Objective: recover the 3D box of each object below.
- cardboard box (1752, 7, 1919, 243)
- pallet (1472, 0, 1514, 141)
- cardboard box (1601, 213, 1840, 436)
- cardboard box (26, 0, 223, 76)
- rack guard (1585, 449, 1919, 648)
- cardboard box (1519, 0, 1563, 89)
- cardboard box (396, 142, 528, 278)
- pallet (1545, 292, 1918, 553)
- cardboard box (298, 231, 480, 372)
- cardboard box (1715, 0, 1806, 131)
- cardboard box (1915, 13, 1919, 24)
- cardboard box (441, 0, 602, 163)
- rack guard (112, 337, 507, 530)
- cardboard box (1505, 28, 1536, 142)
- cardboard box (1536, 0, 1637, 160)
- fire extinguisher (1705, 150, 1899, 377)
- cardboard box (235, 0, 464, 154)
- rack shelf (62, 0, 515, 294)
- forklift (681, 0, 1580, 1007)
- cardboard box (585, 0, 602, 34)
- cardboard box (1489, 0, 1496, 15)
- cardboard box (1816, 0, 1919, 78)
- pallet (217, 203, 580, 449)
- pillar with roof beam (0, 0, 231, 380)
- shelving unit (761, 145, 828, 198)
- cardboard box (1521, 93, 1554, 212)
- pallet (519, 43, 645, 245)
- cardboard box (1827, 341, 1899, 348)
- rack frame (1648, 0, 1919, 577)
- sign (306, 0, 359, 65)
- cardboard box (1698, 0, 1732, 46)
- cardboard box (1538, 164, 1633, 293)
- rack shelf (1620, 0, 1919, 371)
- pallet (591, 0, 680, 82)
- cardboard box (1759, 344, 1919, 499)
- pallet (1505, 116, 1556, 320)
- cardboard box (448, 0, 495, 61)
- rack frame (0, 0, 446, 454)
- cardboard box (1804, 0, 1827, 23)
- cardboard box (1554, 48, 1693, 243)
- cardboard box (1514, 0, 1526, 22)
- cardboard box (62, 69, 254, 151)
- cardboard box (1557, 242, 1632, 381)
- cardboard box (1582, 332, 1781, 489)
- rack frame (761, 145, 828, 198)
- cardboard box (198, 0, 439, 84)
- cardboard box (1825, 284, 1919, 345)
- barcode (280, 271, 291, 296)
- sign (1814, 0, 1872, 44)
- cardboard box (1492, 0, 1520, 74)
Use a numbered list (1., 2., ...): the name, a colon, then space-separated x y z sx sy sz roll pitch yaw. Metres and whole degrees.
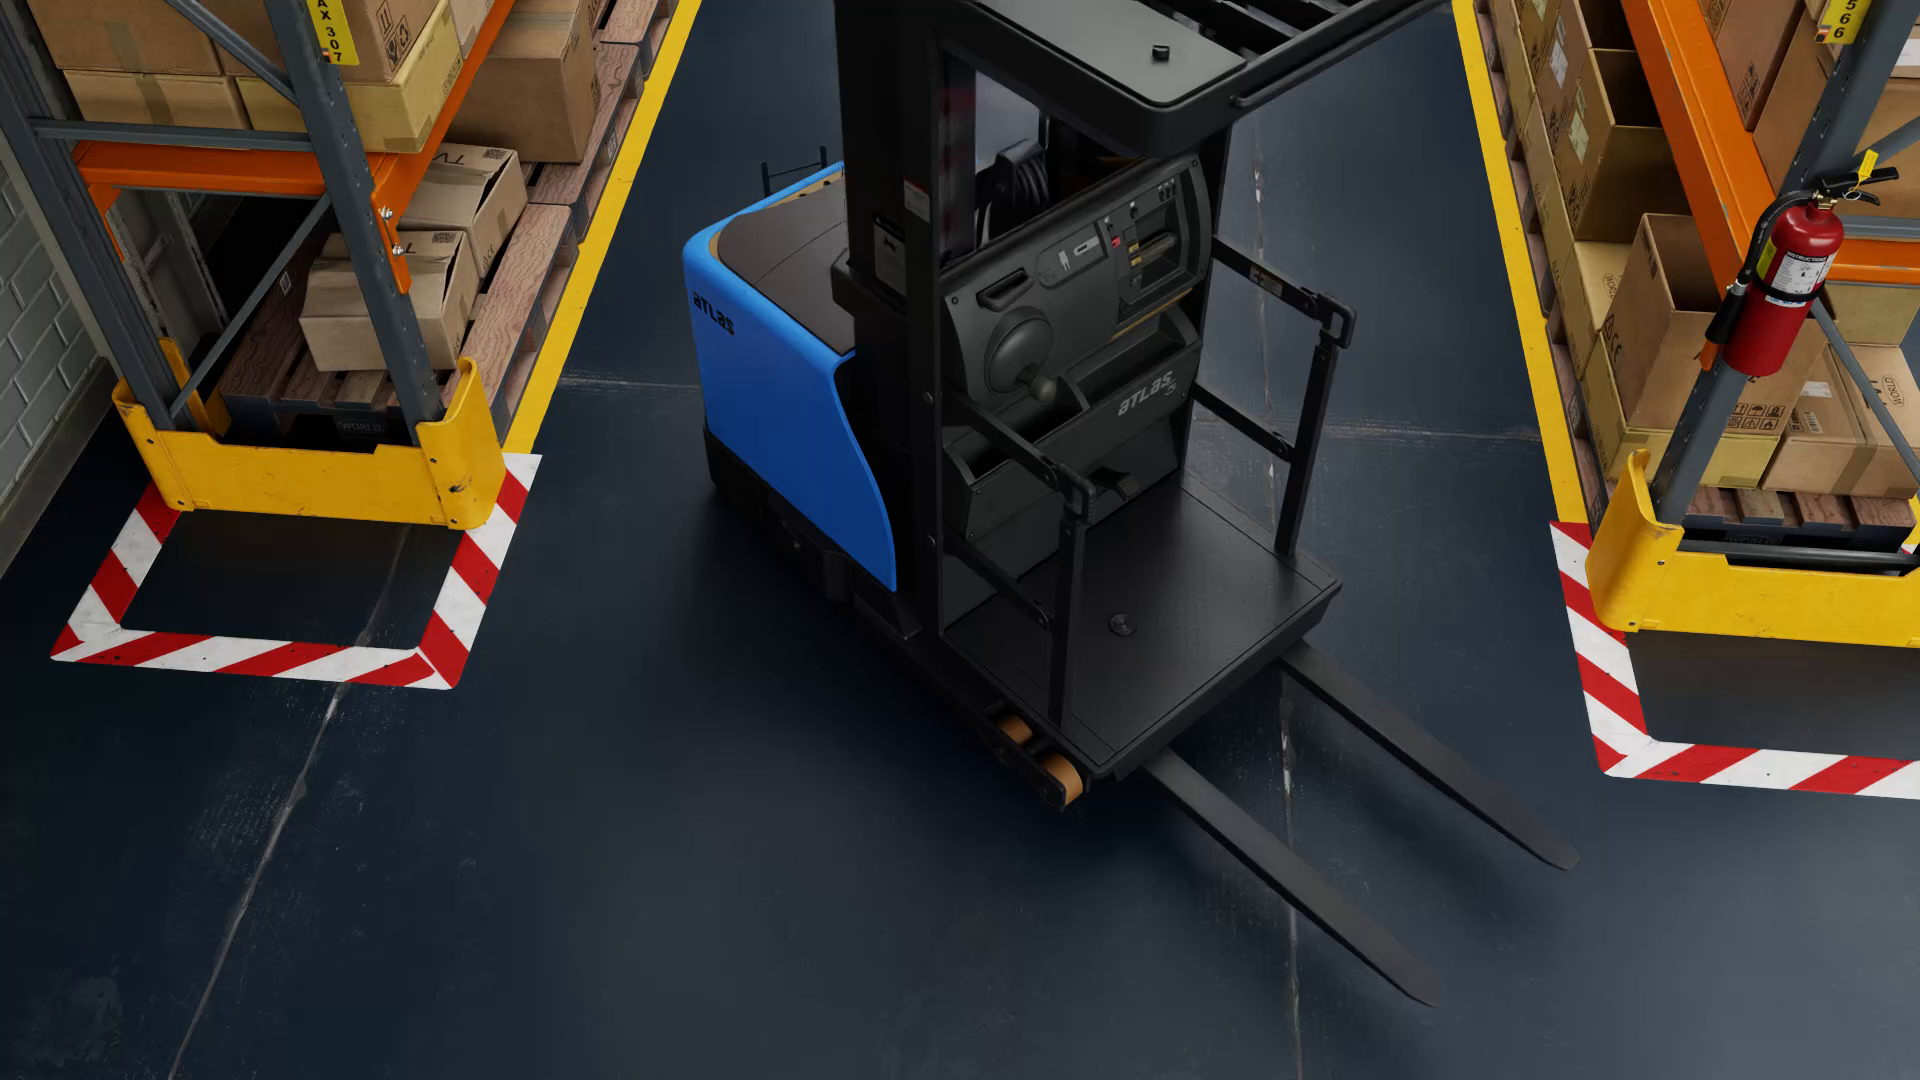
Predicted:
1. cardboard box: 2.760 -1.199 4.746 0.700 0.500 0.500 4 48 4
2. pallet: 2.955 -2.240 7.656 1.003 0.211 1.213 4 48 4
3. cardboard box: 2.458 -0.704 5.432 0.500 0.500 0.500 4 48 4
4. cardboard box: -2.397 -1.724 4.874 0.500 0.500 0.500 3 48 3
5. rack guard: 2.703 0.038 5.377 1.175 0.500 0.348 4 48 4
6. cardboard box: 2.625 -2.175 6.777 0.500 0.500 0.500 4 48 4
7. cardboard box: -2.024 -1.316 6.445 0.500 0.311 0.500 7 48 7
8. pallet: 2.733 -0.447 6.016 1.003 0.211 1.213 4 48 4
9. cardboard box: -2.076 -0.897 6.062 0.500 0.311 0.500 -1 48 -1
10. cardboard box: 2.803 -1.586 5.100 0.700 0.500 0.500 5 48 5
11. cardboard box: 2.765 -1.676 4.303 0.700 0.500 0.500 4 48 4
12. cardboard box: -1.907 -1.916 6.865 0.700 0.500 0.500 1 48 1
13. rack guard: -2.221 -0.366 5.746 1.175 0.500 0.348 4 48 4
14. cardboard box: 2.624 -1.922 7.054 0.500 0.250 0.500 4 48 4
15. cardboard box: 2.581 -1.807 6.441 0.500 0.500 0.500 4 48 4
16. fire extinguisher: 2.232 -0.742 4.448 0.296 0.674 0.183 4 48 4
17. cardboard box: -1.868 -1.447 5.129 0.500 0.250 0.500 3 48 2
18. rack shelf: -2.046 -2.381 6.382 1.077 0.370 4.000 4 48 4
19. forklift: 0.474 -0.617 4.328 1.130 2.935 3.031 -33 56 -27
20. cardboard box: -1.919 -2.633 7.521 0.500 0.500 0.500 1 48 1
21. cardboard box: 2.725 -2.656 7.725 0.500 0.250 0.500 4 48 4
22. cardboard box: 2.550 -1.370 4.463 0.380 0.149 0.250 3 48 3
23. pallet: -2.112 -0.863 6.396 1.003 0.211 1.213 4 48 4
24. pillar with roof beam: 1.261 -3.462 2.818 9.100 9.000 0.400 4 48 4
25. shelving unit: -0.519 -0.948 5.998 0.258 0.900 0.210 -19 46 -17
26. cardboard box: 2.585 -1.554 6.717 0.500 0.250 0.500 4 48 4
27. pallet: -1.998 -1.757 7.214 1.003 0.211 1.213 4 48 4
28. cardboard box: 3.017 -0.784 6.013 0.500 0.250 0.500 4 48 4
29. rack frame: 2.705 -0.823 4.470 1.000 3.000 0.127 4 48 4
30. sign: -1.688 -1.410 4.420 0.100 0.325 0.005 4 48 4
31. cardboard box: 2.854 -1.950 5.433 0.700 0.500 0.500 4 48 4
32. cardboard box: 2.537 -1.187 6.381 0.500 0.250 0.500 4 48 4
33. rack shelf: 2.887 -2.050 6.080 1.077 0.370 4.000 4 48 4
34. pallet: -1.890 -2.656 8.036 1.003 0.211 1.213 4 48 4
35. cardboard box: 2.976 -0.416 5.677 0.500 0.250 0.500 4 48 4
36. pallet: 2.847 -1.341 6.833 1.003 0.211 1.213 4 48 4
37. cardboard box: -1.835 -1.830 5.479 0.500 0.250 0.500 3 48 2
38. rack frame: -2.228 -1.154 4.772 1.000 3.000 0.127 4 48 4
39. cardboard box: 2.573 -1.562 4.639 0.380 0.149 0.250 5 48 5
40. cardboard box: 2.534 -1.440 6.105 0.500 0.500 0.500 4 48 4
41. cardboard box: 2.678 -2.542 7.113 0.500 0.500 0.500 4 48 4
42. cardboard box: -2.379 -1.466 5.147 0.500 0.250 0.500 4 48 4
43. cardboard box: 2.493 -0.819 6.045 0.500 0.250 0.500 4 48 4
44. cardboard box: 2.460 -0.451 5.709 0.500 0.250 0.500 4 48 4
45. rack frame: -0.563 -1.010 6.065 0.240 0.900 0.006 -19 46 -17
46. cardboard box: -1.885 -1.694 4.846 0.500 0.500 0.500 4 48 4
47. cardboard box: 3.019 -1.037 5.736 0.500 0.500 0.500 4 48 4
48. barcode: -2.472 -0.940 6.095 0.001 0.075 0.075 4 48 4
49. sign: 2.166 -1.341 3.998 0.100 0.325 0.005 4 48 4
50. cardboard box: 2.675 -2.289 7.390 0.500 0.250 0.500 4 48 4
